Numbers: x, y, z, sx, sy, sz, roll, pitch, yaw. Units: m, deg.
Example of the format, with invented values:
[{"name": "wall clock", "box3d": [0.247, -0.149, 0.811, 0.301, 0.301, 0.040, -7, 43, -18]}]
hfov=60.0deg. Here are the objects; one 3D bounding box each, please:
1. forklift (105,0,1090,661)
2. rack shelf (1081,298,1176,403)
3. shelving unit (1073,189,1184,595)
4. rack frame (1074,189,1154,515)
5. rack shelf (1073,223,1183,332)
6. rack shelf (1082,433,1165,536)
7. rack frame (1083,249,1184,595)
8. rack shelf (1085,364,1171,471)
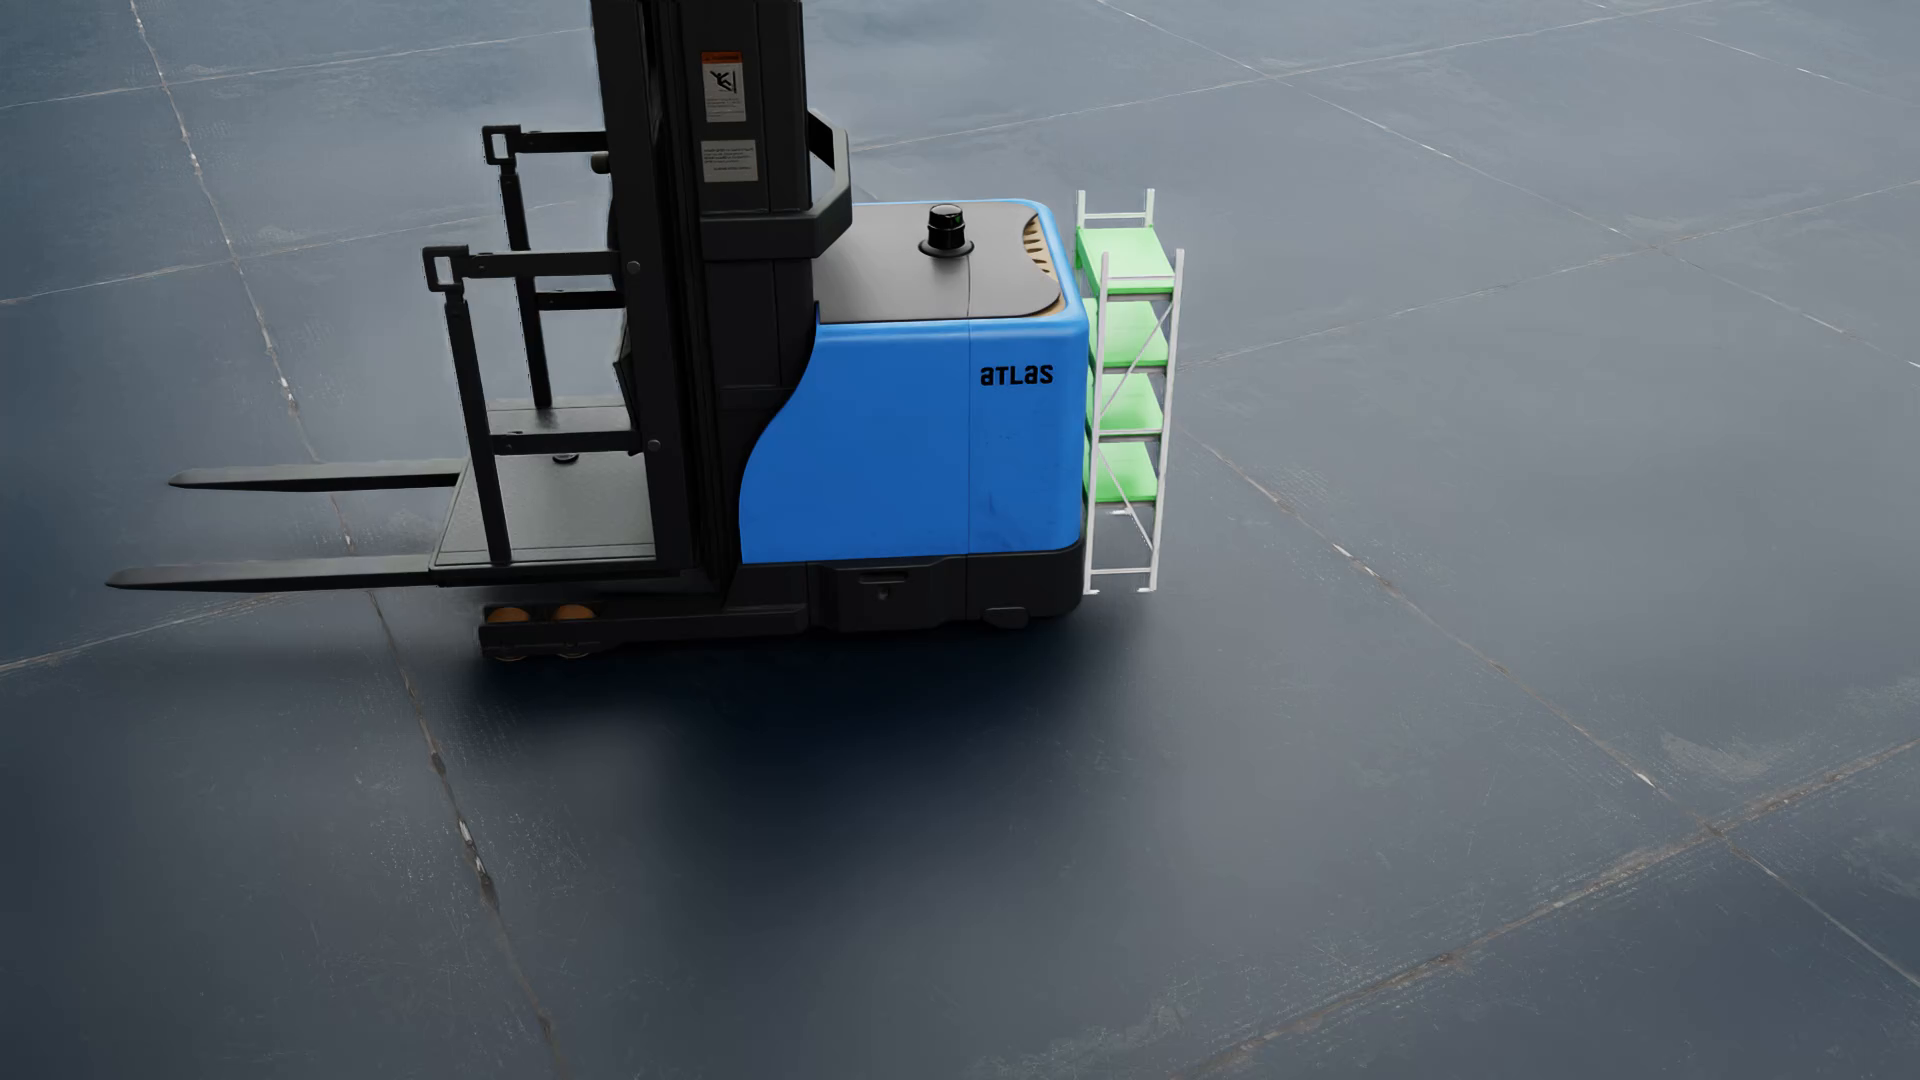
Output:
[{"name": "forklift", "box3d": [-1.155, -1.155, 4.835, 3.031, 2.935, 1.130, -2, 33, -4]}, {"name": "rack shelf", "box3d": [0.510, -0.614, 5.268, 0.258, 0.148, 0.480, -2, 33, -4]}, {"name": "shelving unit", "box3d": [0.509, -0.466, 5.363, 0.258, 1.200, 0.503, -2, 33, -4]}, {"name": "rack frame", "box3d": [0.490, -0.597, 5.568, 0.240, 1.200, 0.015, -2, 33, -4]}, {"name": "rack shelf", "box3d": [0.512, -0.816, 5.139, 0.258, 0.148, 0.480, -2, 33, -4]}, {"name": "rack shelf", "box3d": [0.507, -0.210, 5.527, 0.258, 0.148, 0.480, -2, 33, -4]}, {"name": "rack frame", "box3d": [0.529, -0.334, 5.158, 0.240, 1.200, 0.015, -2, 33, -4]}, {"name": "rack shelf", "box3d": [0.509, -0.412, 5.397, 0.258, 0.148, 0.480, -2, 33, -4]}]
